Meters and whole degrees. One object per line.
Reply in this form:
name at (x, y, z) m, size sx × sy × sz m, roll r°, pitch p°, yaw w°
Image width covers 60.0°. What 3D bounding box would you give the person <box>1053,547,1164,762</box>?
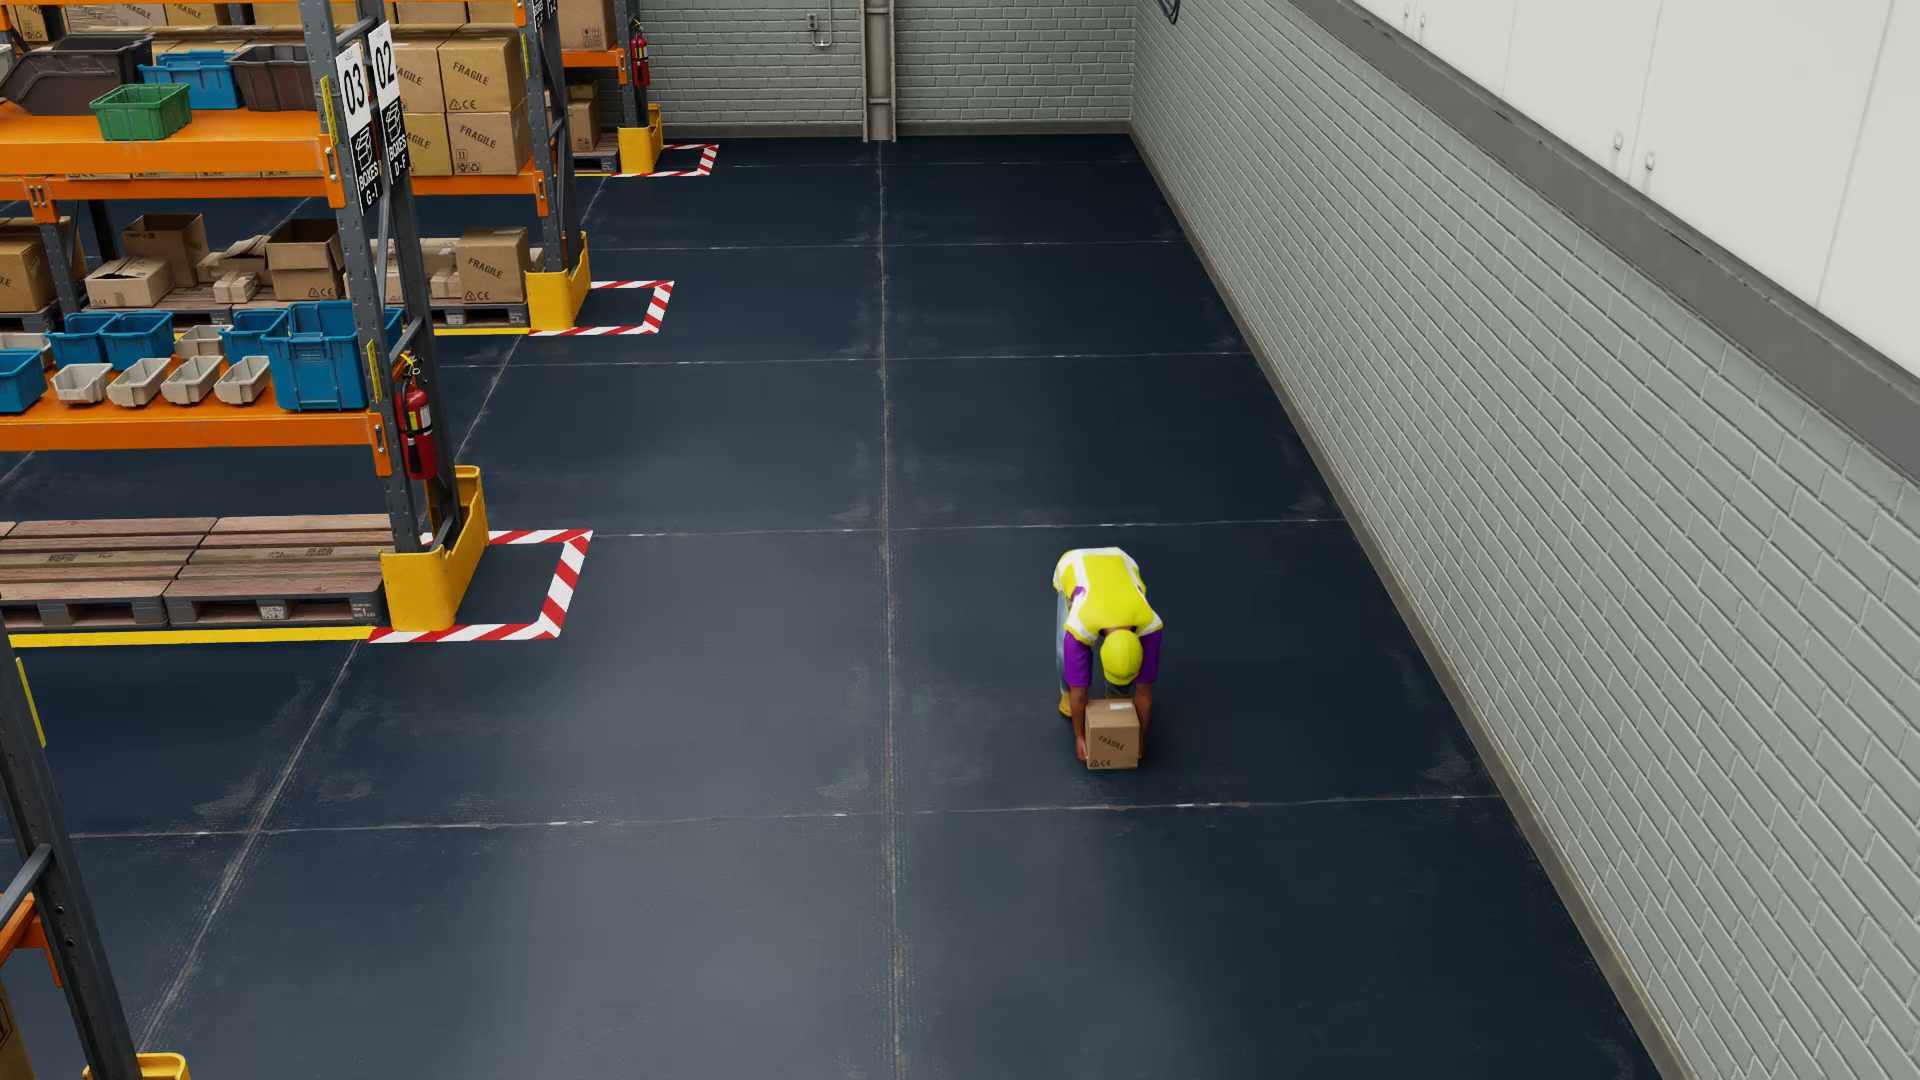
person at (0.747, 0.563, 8.478) m, size 0.514 × 0.897 × 0.978 m, roll -2°, pitch 27°, yaw -5°
